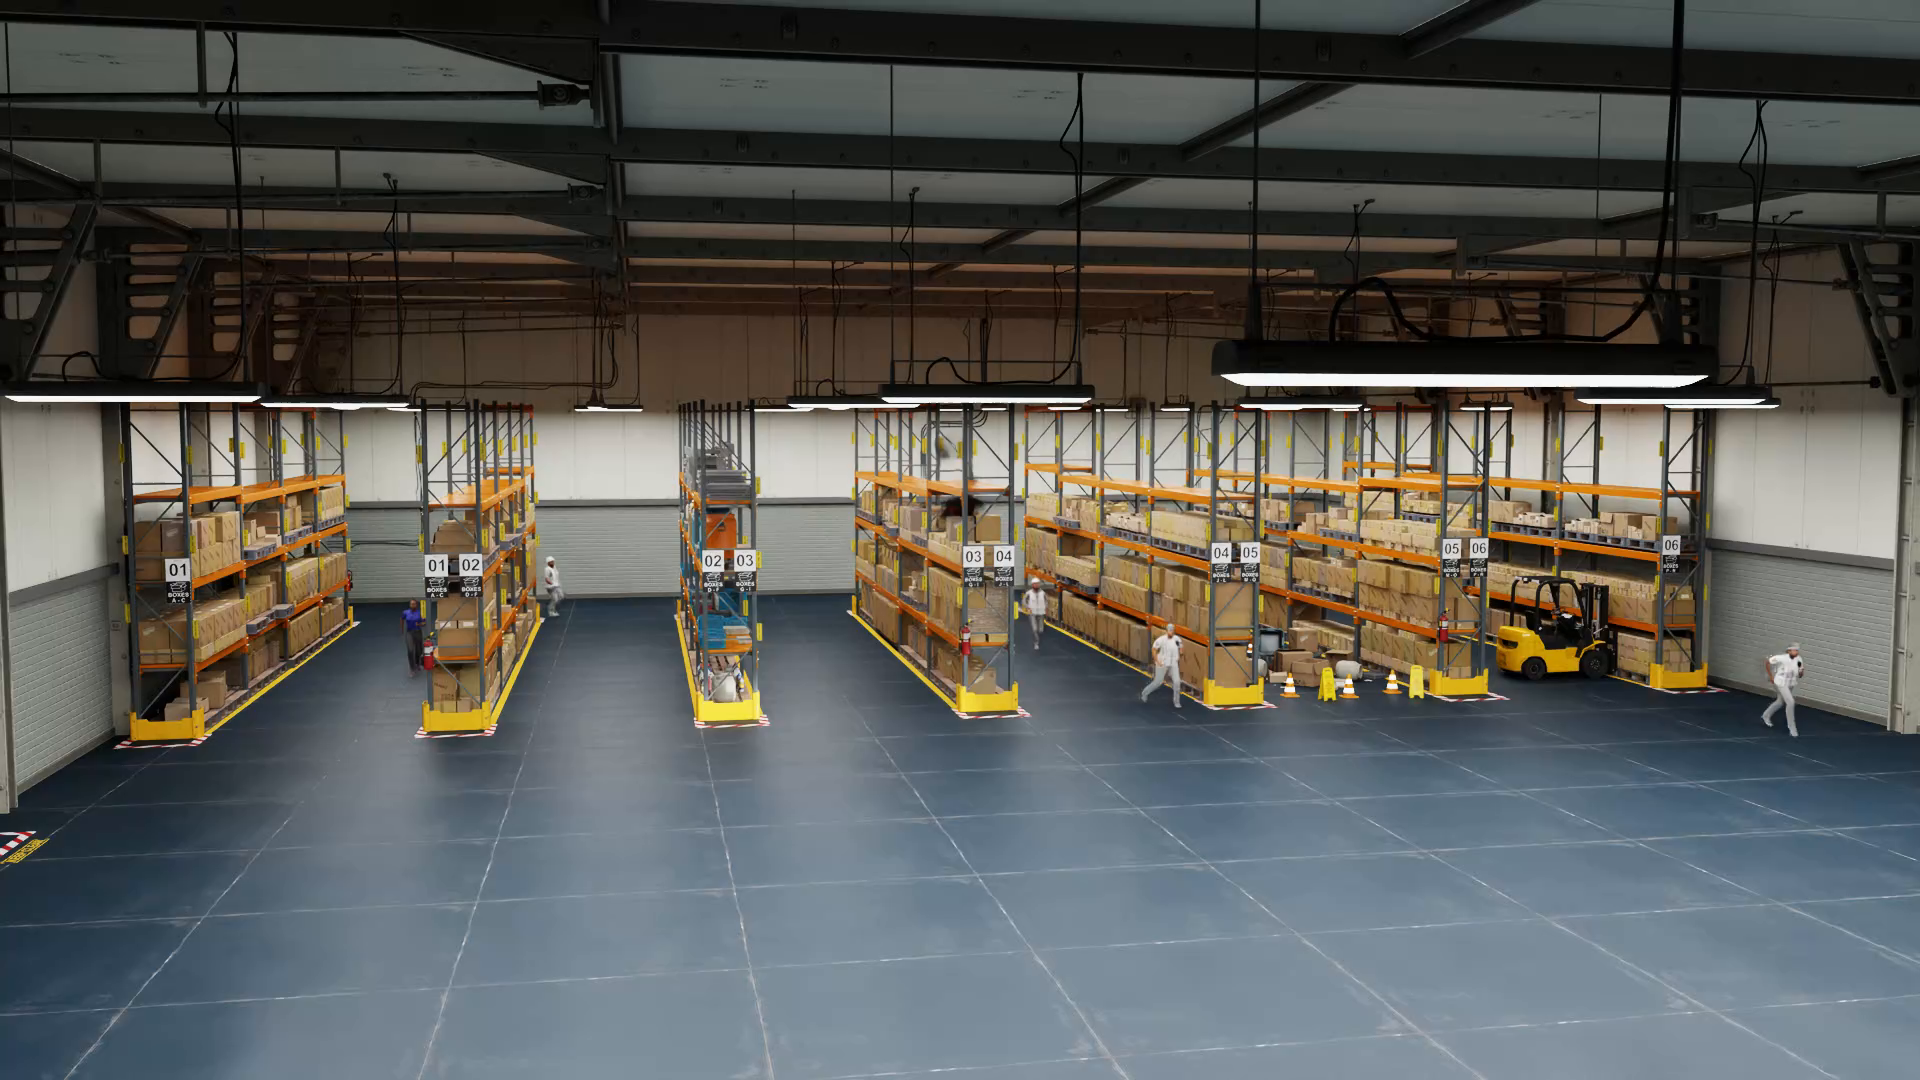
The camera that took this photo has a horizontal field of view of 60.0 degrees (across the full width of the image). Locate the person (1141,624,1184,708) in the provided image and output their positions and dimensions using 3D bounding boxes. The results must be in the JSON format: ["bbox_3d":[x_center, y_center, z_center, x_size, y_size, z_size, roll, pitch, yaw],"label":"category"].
[{"bbox_3d":[4.031,2.474,32.693,0.838,1.671,0.660,-1,5,-18],"label":"person"}]

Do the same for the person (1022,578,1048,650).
[{"bbox_3d":[1.849,1.795,40.760,0.660,1.734,0.599,-1,4,-9],"label":"person"}]

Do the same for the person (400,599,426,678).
[{"bbox_3d":[-11.978,2.123,36.506,0.559,1.683,0.866,-2,5,-19],"label":"person"}]

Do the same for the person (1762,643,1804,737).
[{"bbox_3d":[14.816,2.649,29.943,0.576,1.699,0.914,-1,5,-17],"label":"person"}]

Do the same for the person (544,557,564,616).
[{"bbox_3d":[-11.471,1.318,46.911,0.555,1.729,0.715,1,4,15],"label":"person"}]
